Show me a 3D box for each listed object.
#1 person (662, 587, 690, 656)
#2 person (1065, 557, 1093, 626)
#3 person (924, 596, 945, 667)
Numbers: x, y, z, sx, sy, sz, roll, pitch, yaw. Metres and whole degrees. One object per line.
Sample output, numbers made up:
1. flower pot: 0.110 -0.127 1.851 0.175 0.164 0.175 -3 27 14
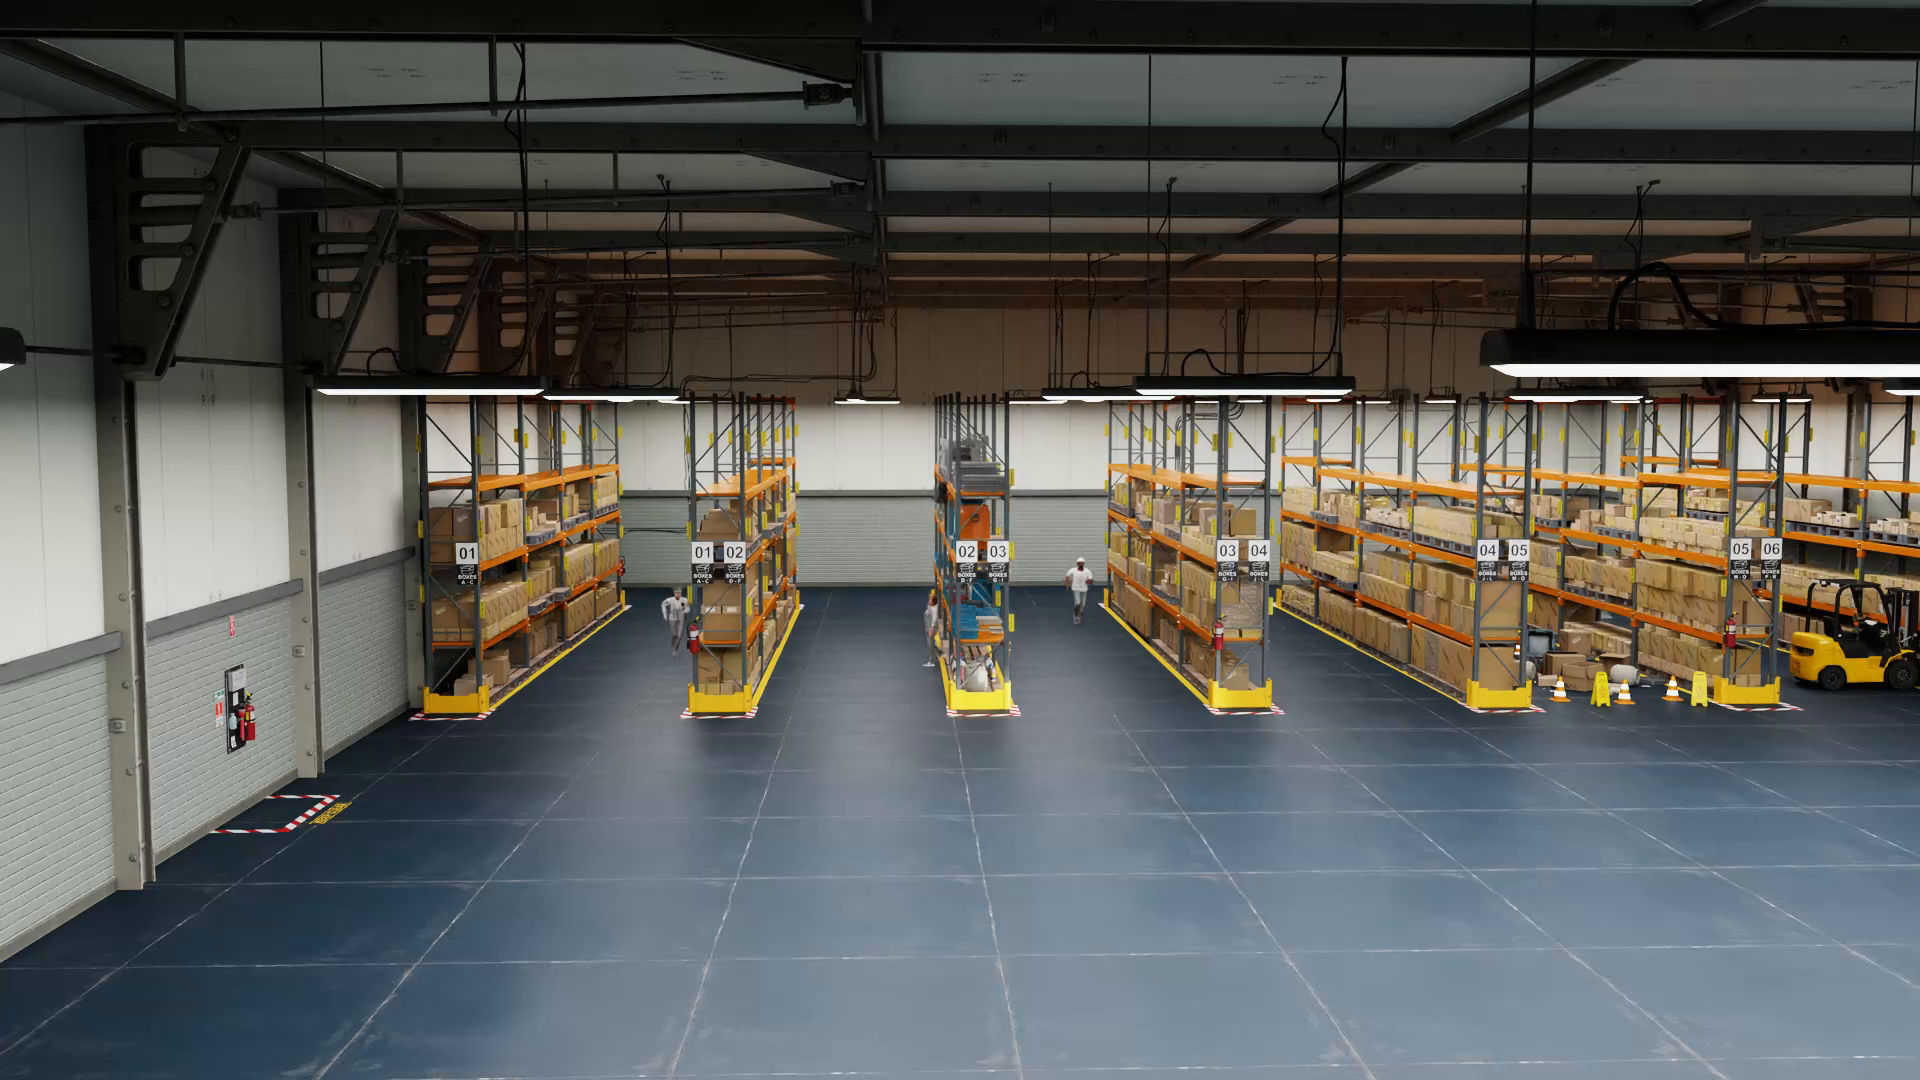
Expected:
1. person: -6.506 1.869 38.151 0.616 1.614 0.684 -2 5 -18
2. person: 3.150 1.351 43.640 0.672 1.789 0.726 -1 5 -10
3. person: -0.564 1.995 36.692 0.580 1.571 0.621 -2 5 -21
